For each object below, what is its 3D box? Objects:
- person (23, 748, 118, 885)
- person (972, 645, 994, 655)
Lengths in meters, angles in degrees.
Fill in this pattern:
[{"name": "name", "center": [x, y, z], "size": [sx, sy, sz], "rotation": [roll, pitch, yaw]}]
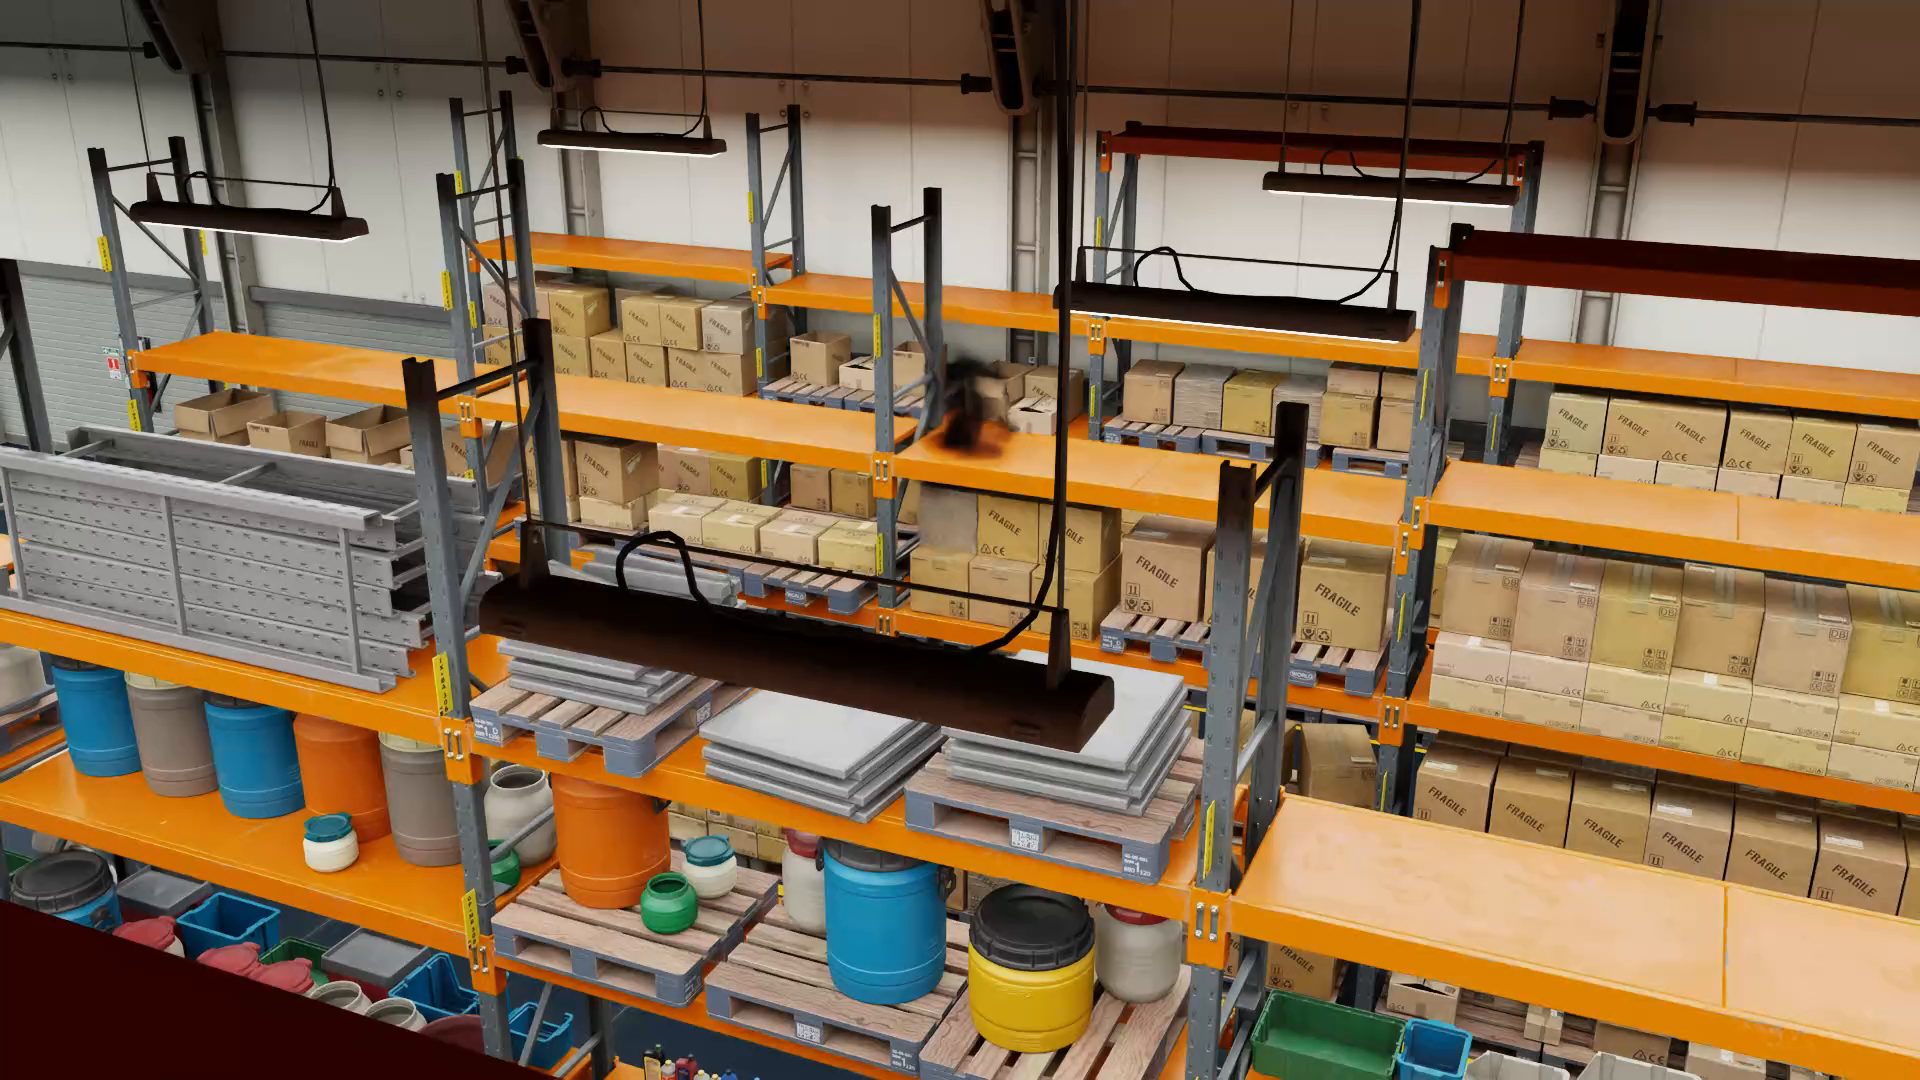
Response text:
[{"name": "person", "center": [-7.509, 2.349, 13.948], "size": [0.836, 1.775, 0.737], "rotation": [8, 22, 20]}, {"name": "person", "center": [0.317, 1.701, 15.946], "size": [0.674, 1.596, 0.540], "rotation": [12, 24, 29]}]
